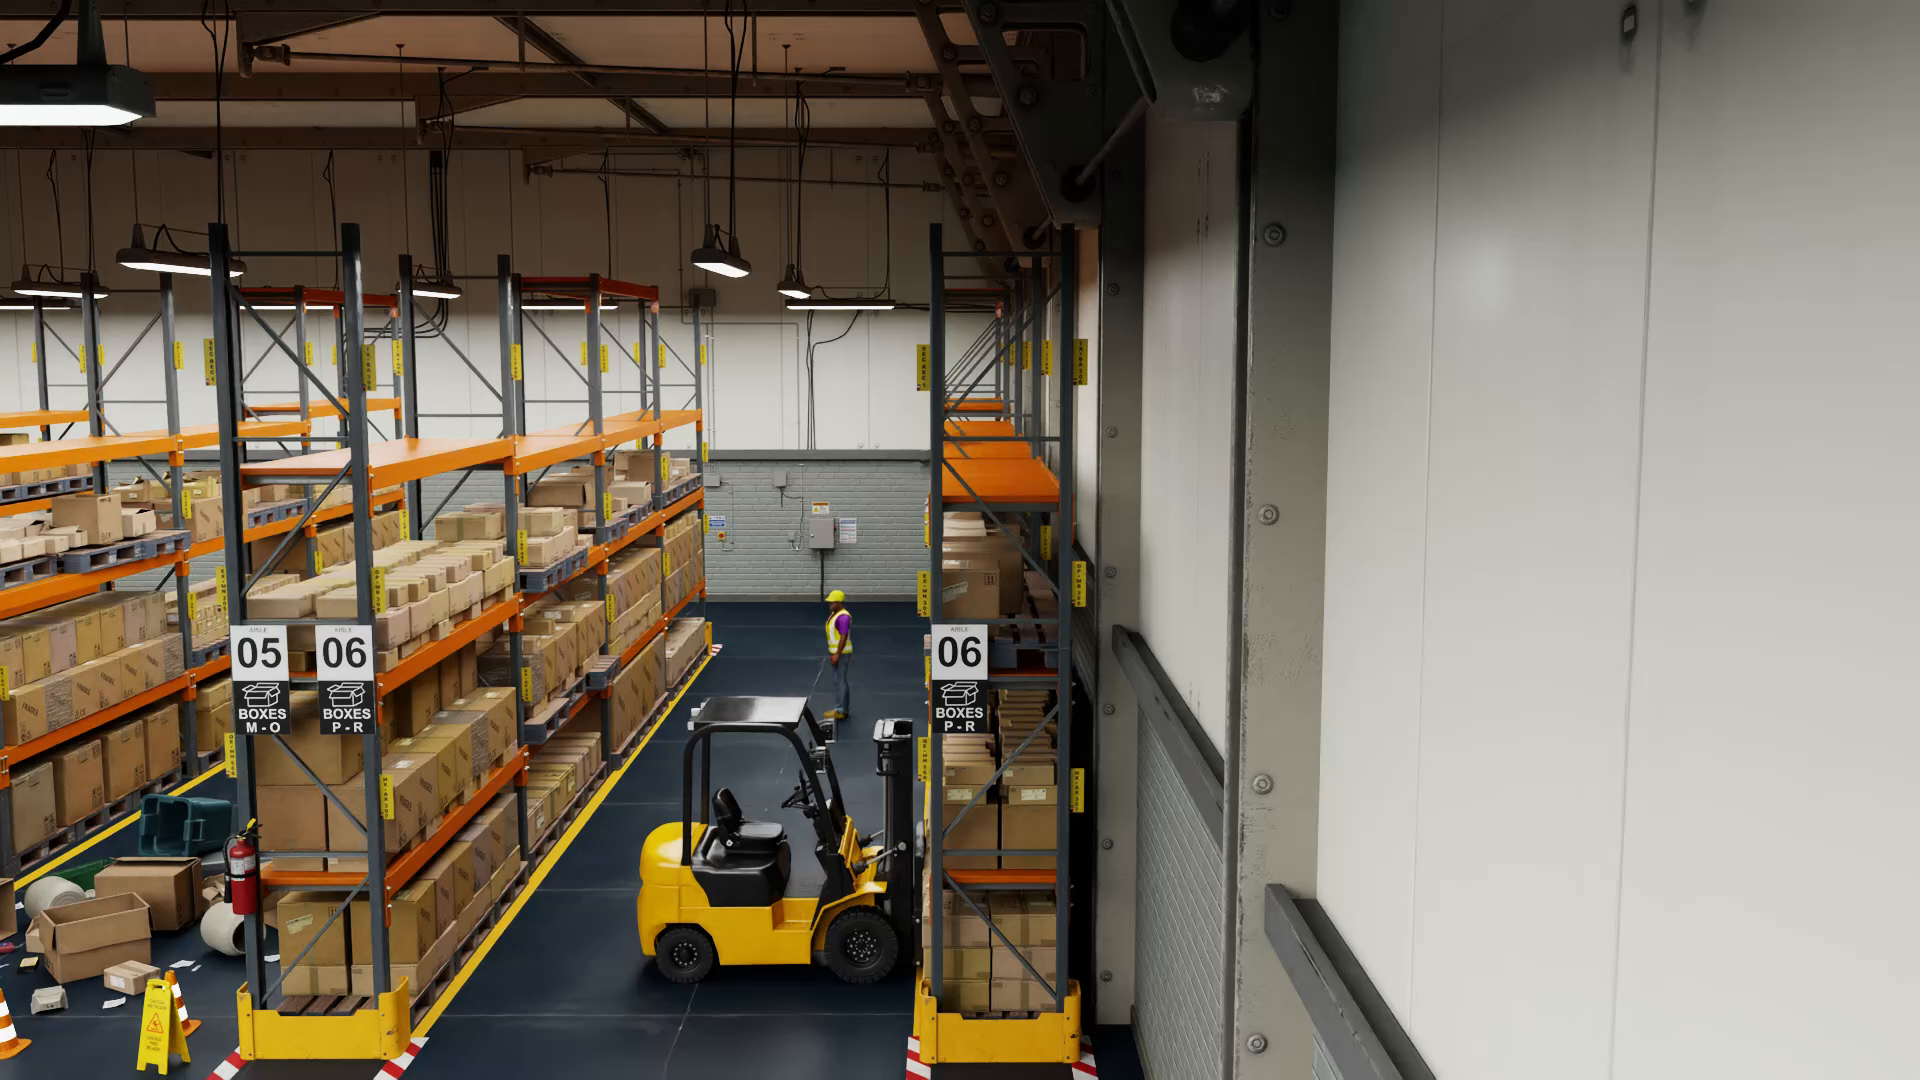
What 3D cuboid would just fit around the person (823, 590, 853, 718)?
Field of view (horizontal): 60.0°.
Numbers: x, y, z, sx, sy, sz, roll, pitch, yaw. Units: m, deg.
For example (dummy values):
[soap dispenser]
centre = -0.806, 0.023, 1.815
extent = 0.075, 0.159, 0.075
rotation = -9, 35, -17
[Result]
[person]
centre = -1.719, 1.581, 23.152
extent = 0.434, 1.774, 0.585
rotation = -2, 7, -14
